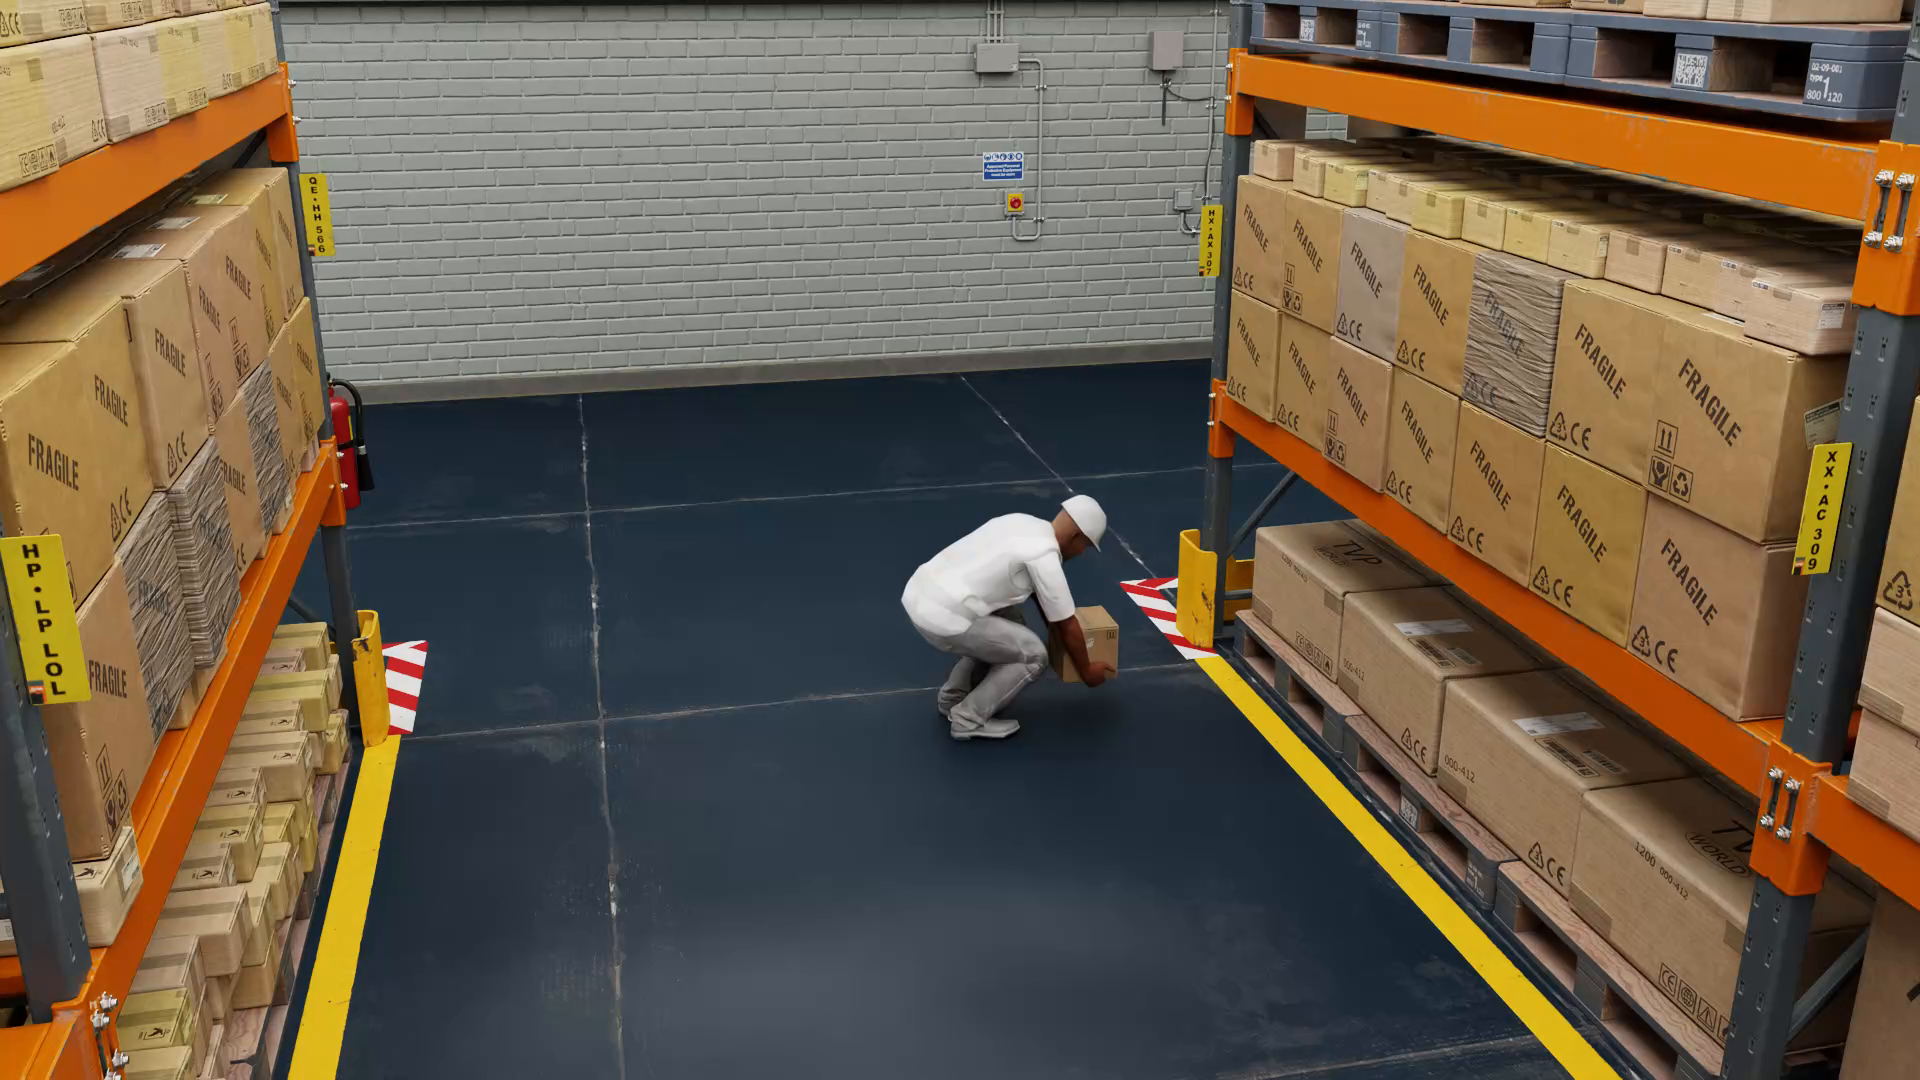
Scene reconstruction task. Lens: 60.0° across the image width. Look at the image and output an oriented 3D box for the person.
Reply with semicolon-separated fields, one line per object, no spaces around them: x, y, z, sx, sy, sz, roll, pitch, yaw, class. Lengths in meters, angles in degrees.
0.207;0.318;7.284;0.922;1.006;0.534;-5;20;-14;person
